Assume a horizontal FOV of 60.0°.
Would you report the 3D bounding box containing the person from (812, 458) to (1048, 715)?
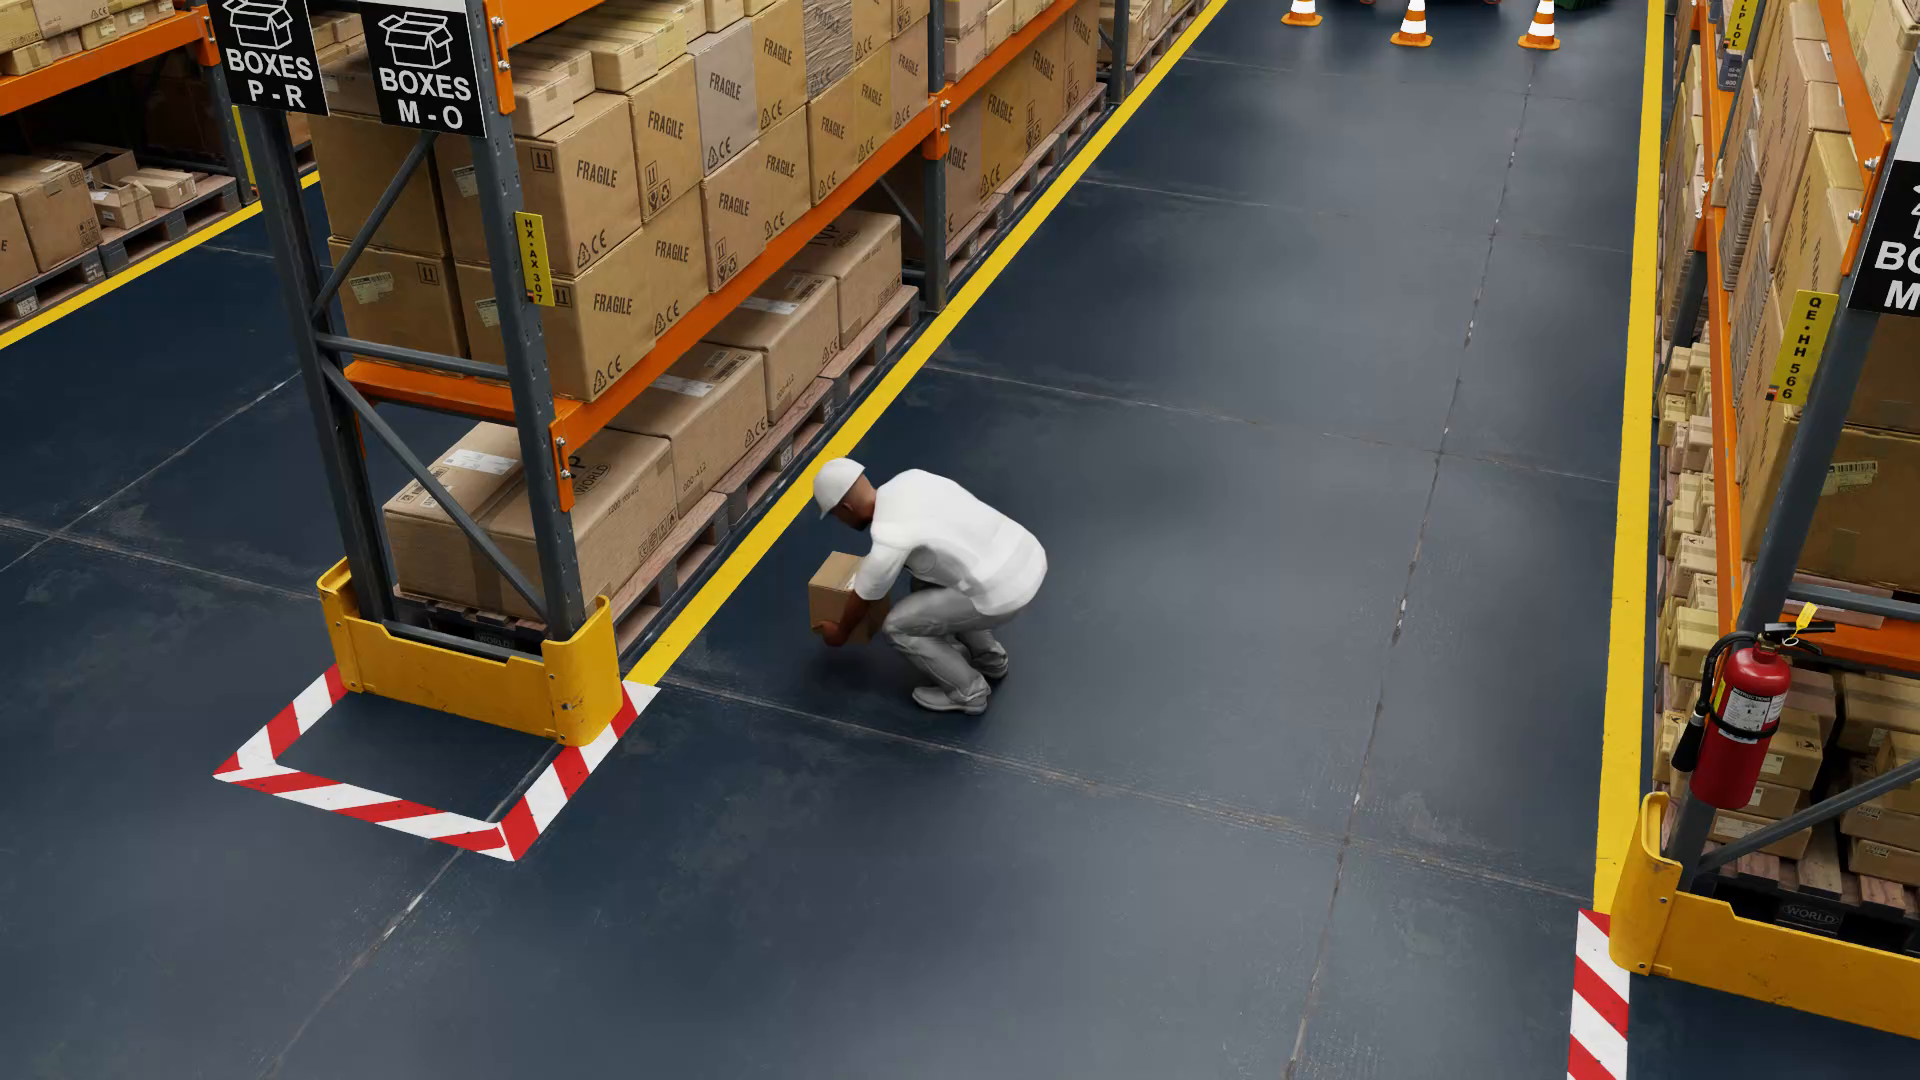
[{"bbox_3d":[-0.133,0.166,6.566,0.922,1.006,0.534,10,34,15],"label":"person"}]
